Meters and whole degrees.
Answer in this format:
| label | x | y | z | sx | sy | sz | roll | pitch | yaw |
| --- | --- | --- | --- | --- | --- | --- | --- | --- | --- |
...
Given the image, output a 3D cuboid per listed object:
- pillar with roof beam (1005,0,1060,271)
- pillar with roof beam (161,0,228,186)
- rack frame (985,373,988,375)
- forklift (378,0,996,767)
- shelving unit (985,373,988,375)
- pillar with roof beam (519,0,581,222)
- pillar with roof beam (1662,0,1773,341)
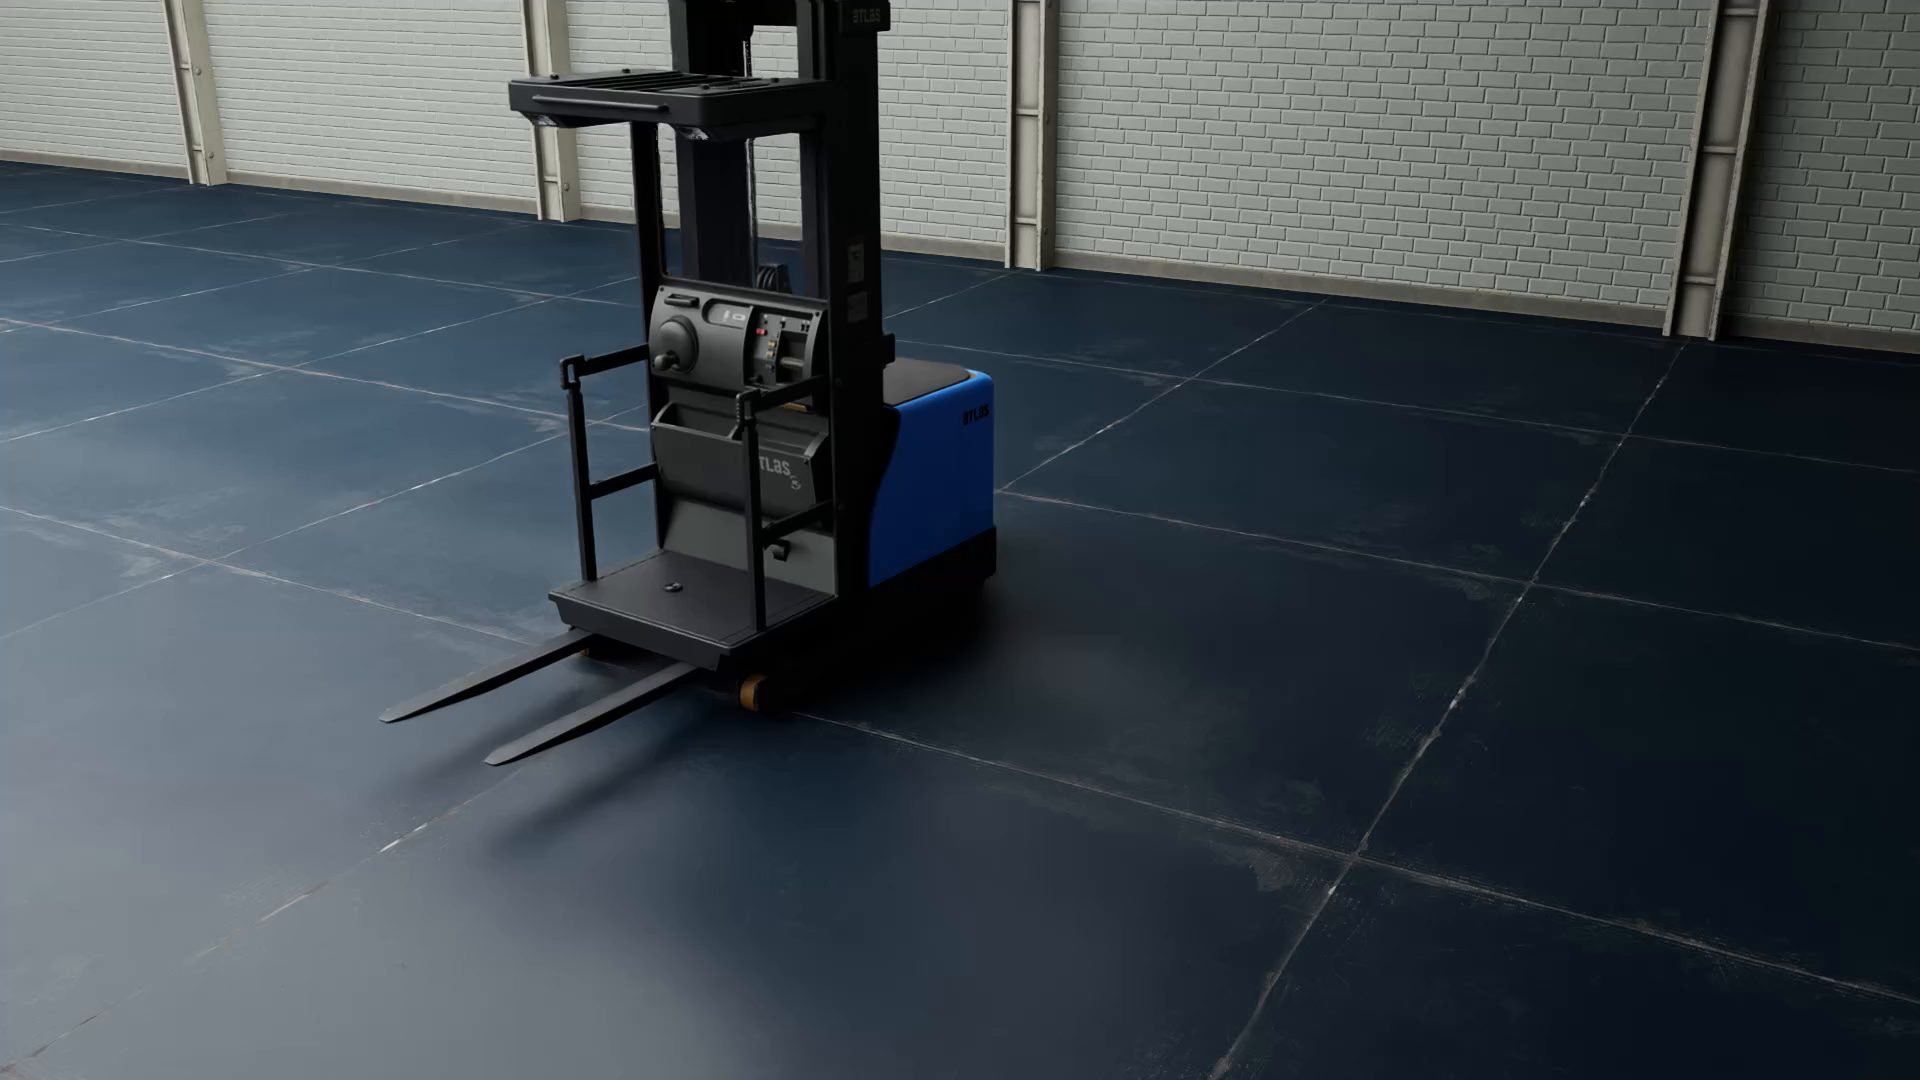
| label | x | y | z | sx | sy | sz | roll | pitch | yaw |
| --- | --- | --- | --- | --- | --- | --- | --- | --- | --- |
| pillar with roof beam | -1.419 | -5.613 | 11.141 | 0.400 | 9.000 | 9.100 | 11 | 23 | 27 |
| pillar with roof beam | -11.896 | -7.608 | 16.643 | 0.400 | 9.000 | 9.100 | 11 | 23 | 27 |
| rack frame | 0.082 | -0.407 | 8.669 | 0.006 | 0.900 | 0.240 | 11 | 23 | 27 |
| forklift | -1.078 | -0.846 | 6.898 | 1.130 | 2.935 | 3.031 | 13 | 24 | 33 |
| shelving unit | -0.007 | -0.424 | 8.715 | 0.210 | 0.900 | 0.258 | 11 | 23 | 27 |
| pillar with roof beam | -6.658 | -6.610 | 13.892 | 0.400 | 9.000 | 9.100 | 11 | 23 | 27 |
| pillar with roof beam | 3.819 | -4.615 | 8.391 | 0.400 | 9.000 | 9.100 | 11 | 23 | 27 |
